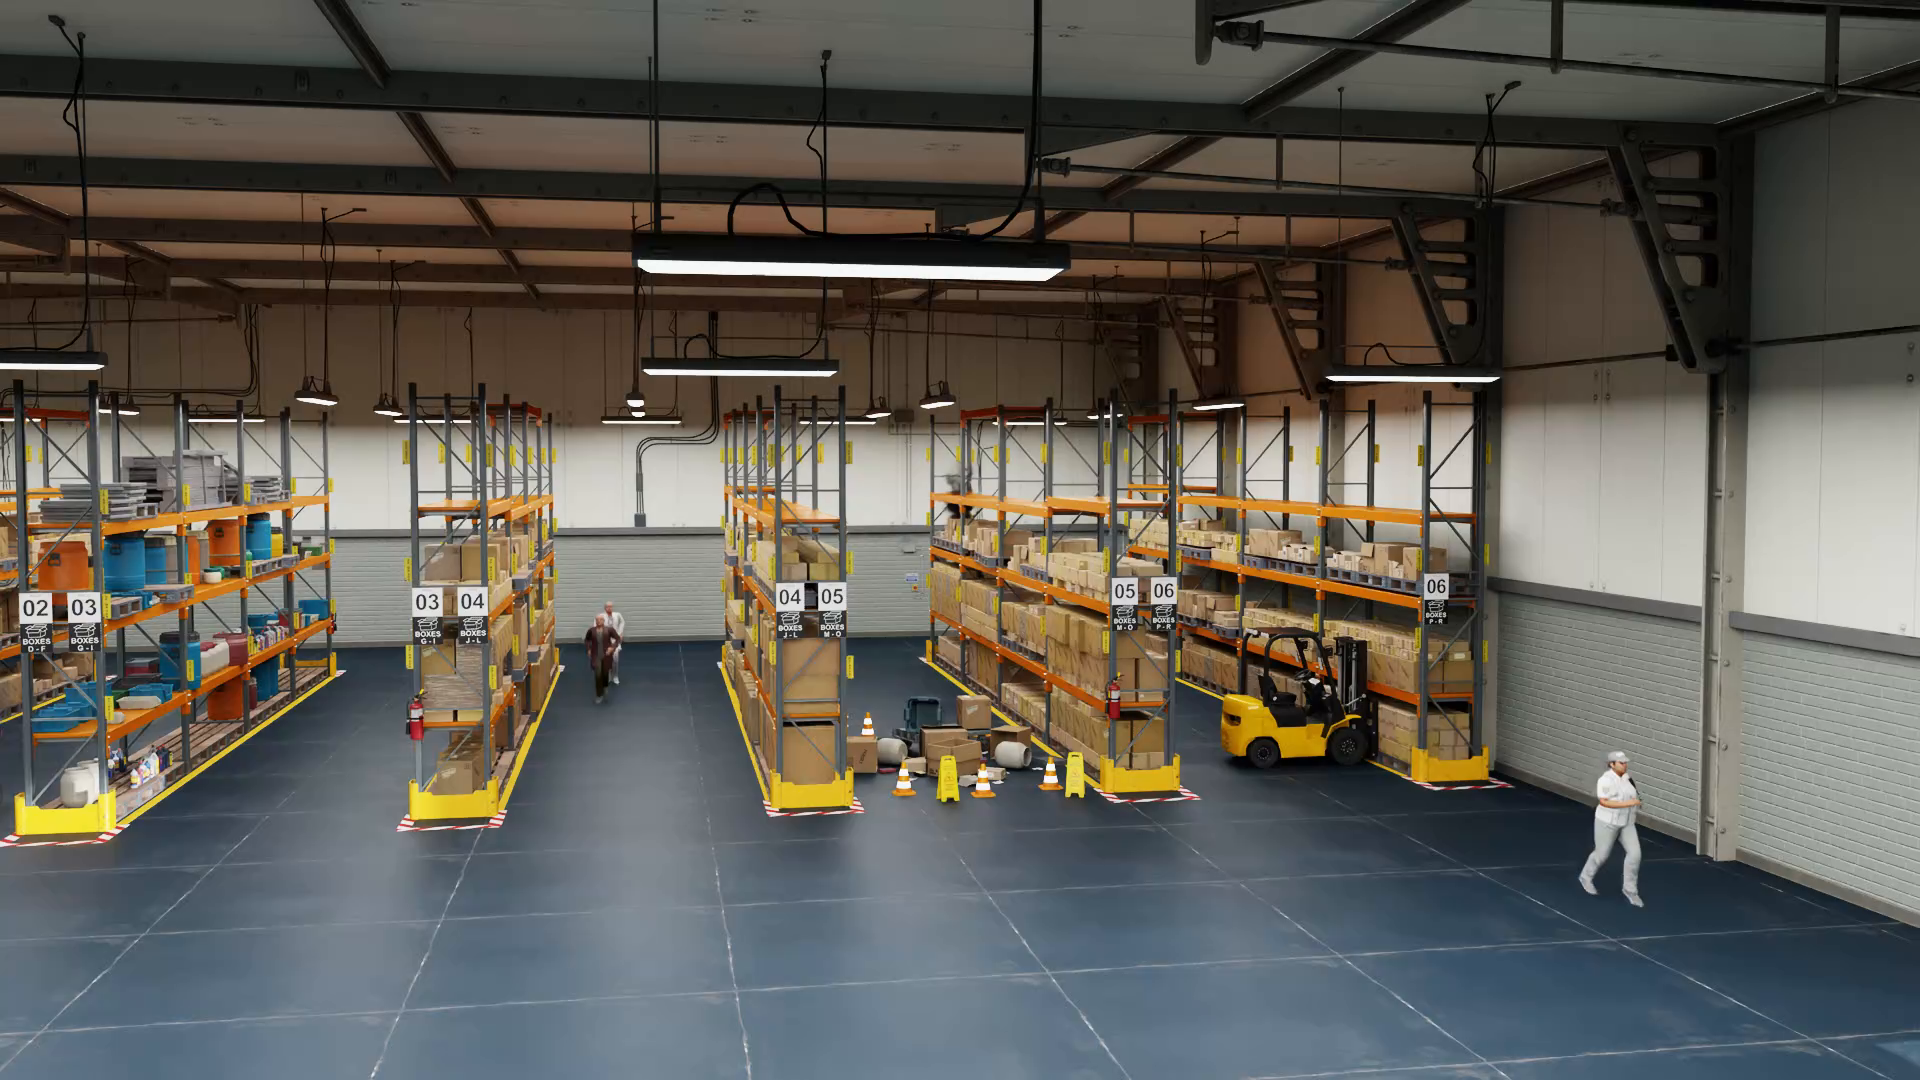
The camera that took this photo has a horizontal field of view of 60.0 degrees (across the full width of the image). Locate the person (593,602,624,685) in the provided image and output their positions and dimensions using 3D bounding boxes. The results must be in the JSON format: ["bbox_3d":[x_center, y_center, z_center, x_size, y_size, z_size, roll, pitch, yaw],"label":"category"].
[{"bbox_3d":[-7.716,2.270,36.544,0.692,1.829,0.835,-1,3,-15],"label":"person"}]

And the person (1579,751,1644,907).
[{"bbox_3d":[7.338,3.224,18.697,0.595,1.738,0.795,-1,3,-26],"label":"person"}]

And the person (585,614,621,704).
[{"bbox_3d":[-7.292,2.409,33.932,0.733,1.806,0.854,0,3,-4],"label":"person"}]
